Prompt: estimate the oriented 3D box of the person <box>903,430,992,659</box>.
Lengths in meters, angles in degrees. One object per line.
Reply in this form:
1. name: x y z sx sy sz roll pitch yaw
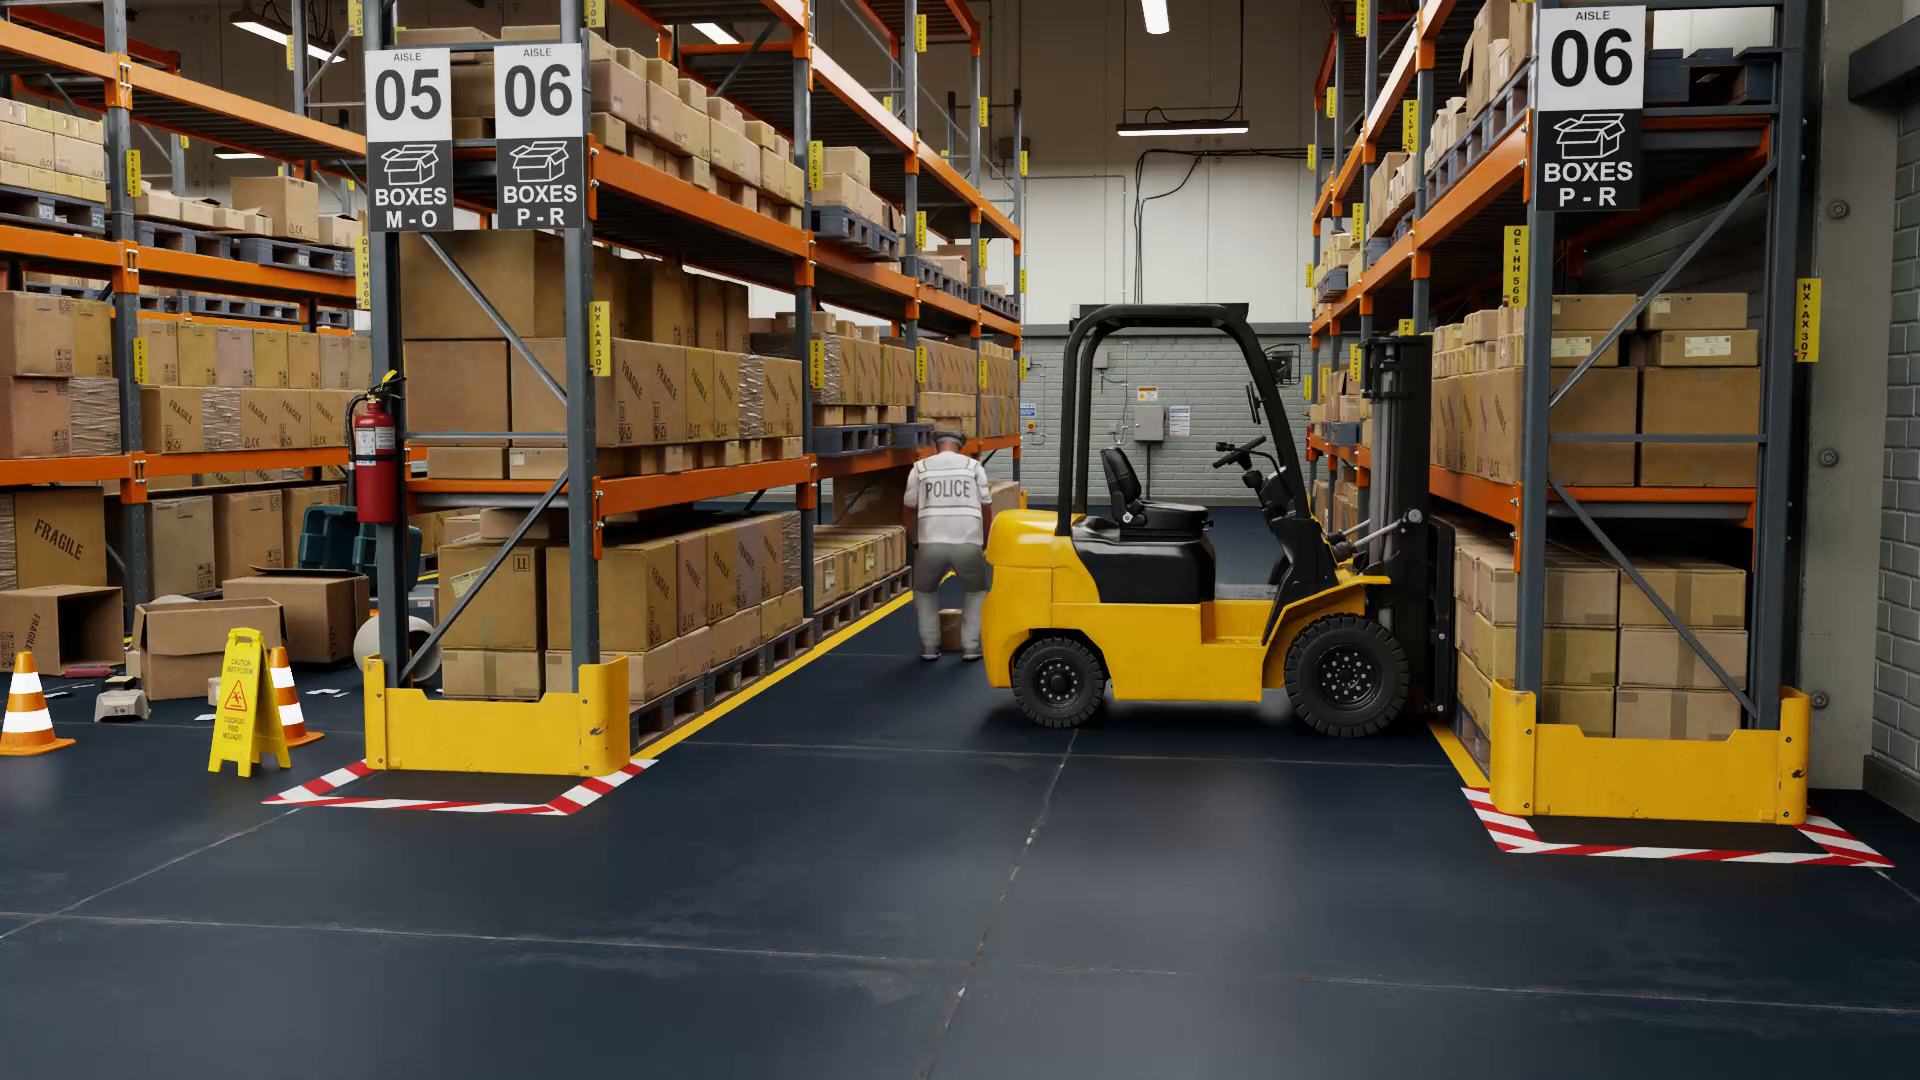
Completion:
1. person: -0.090 0.031 10.910 0.588 1.496 0.752 0 4 5
